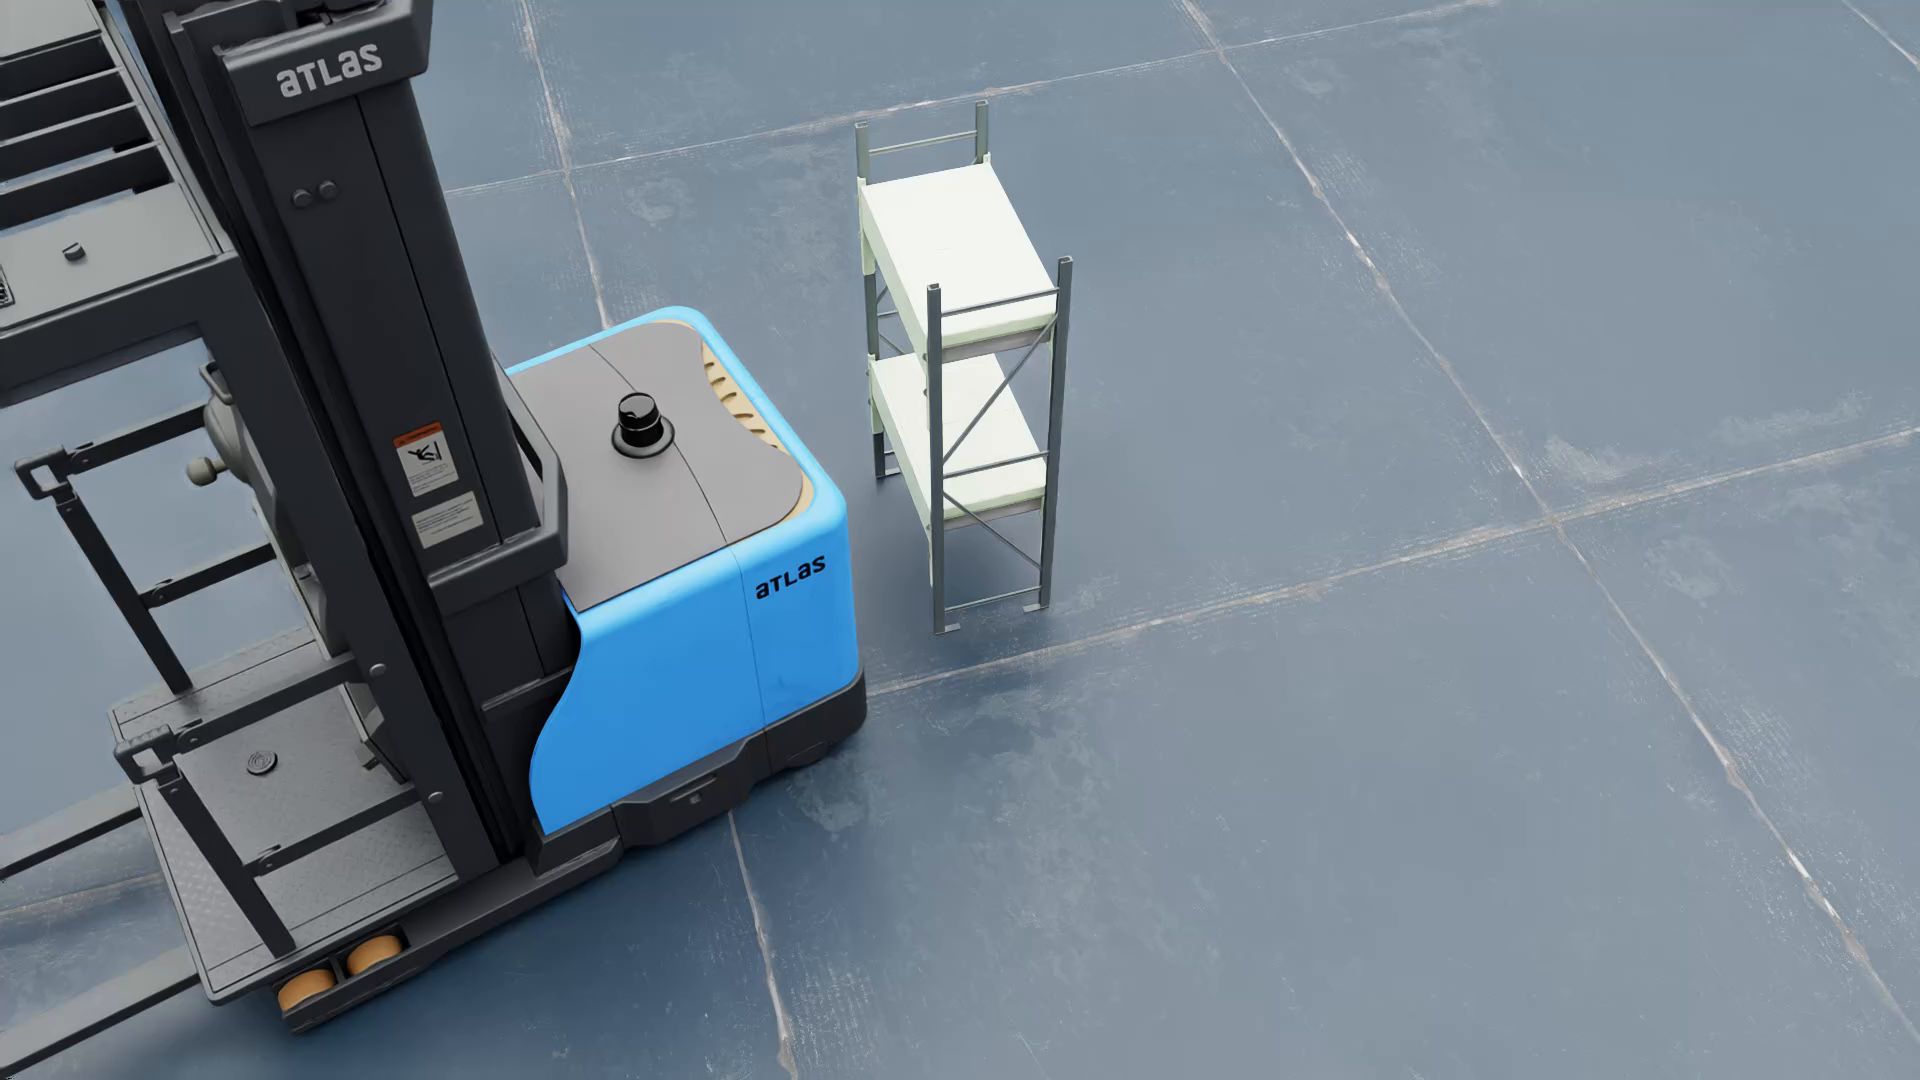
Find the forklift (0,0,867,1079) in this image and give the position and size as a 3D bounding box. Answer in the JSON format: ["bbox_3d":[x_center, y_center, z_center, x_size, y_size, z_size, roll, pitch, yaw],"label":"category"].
[{"bbox_3d":[-1.813,-0.066,3.888,3.031,2.935,1.130,-25,54,-20],"label":"forklift"}]

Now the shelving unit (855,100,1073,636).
[{"bbox_3d":[-0.002,-0.488,5.181,0.431,1.500,0.755,-13,51,-11],"label":"shelving unit"}]

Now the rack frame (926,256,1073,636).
[{"bbox_3d":[0.106,-0.221,4.955,0.400,1.500,0.023,-13,51,-11],"label":"rack frame"}]

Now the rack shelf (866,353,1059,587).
[{"bbox_3d":[-0.002,-0.278,5.430,0.431,0.370,0.720,-13,51,-11],"label":"rack shelf"}]

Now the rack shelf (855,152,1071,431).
[{"bbox_3d":[-0.002,-0.740,4.882,0.431,0.370,0.720,-13,51,-11],"label":"rack shelf"}]

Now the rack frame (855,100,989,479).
[{"bbox_3d":[-0.110,-0.756,5.406,0.400,1.500,0.023,-13,51,-11],"label":"rack frame"}]
